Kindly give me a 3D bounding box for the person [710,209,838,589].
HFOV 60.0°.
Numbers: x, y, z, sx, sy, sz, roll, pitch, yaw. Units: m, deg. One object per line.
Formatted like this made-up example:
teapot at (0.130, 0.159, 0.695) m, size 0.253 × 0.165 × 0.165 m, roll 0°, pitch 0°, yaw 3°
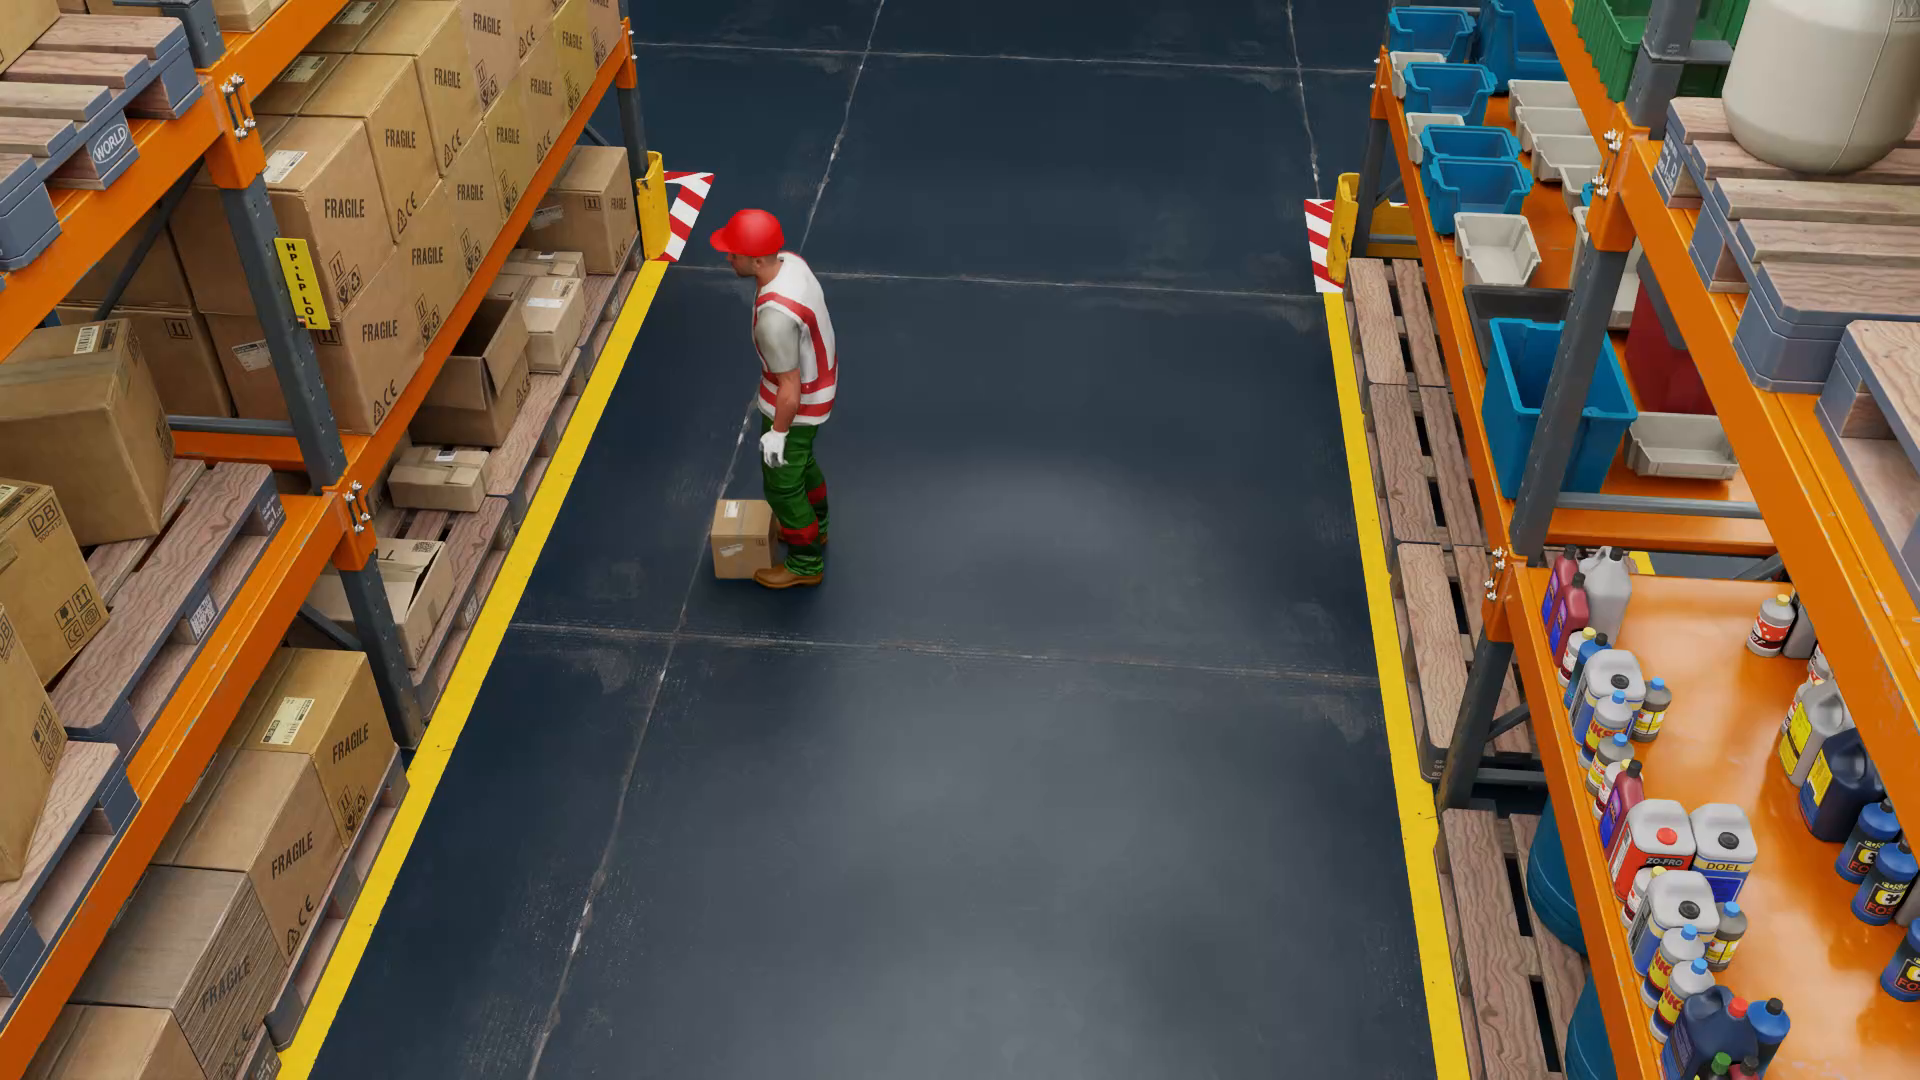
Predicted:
person at (-0.724, -0.571, 6.833) m, size 0.452 × 1.778 × 0.613 m, roll 1°, pitch 40°, yaw 1°
